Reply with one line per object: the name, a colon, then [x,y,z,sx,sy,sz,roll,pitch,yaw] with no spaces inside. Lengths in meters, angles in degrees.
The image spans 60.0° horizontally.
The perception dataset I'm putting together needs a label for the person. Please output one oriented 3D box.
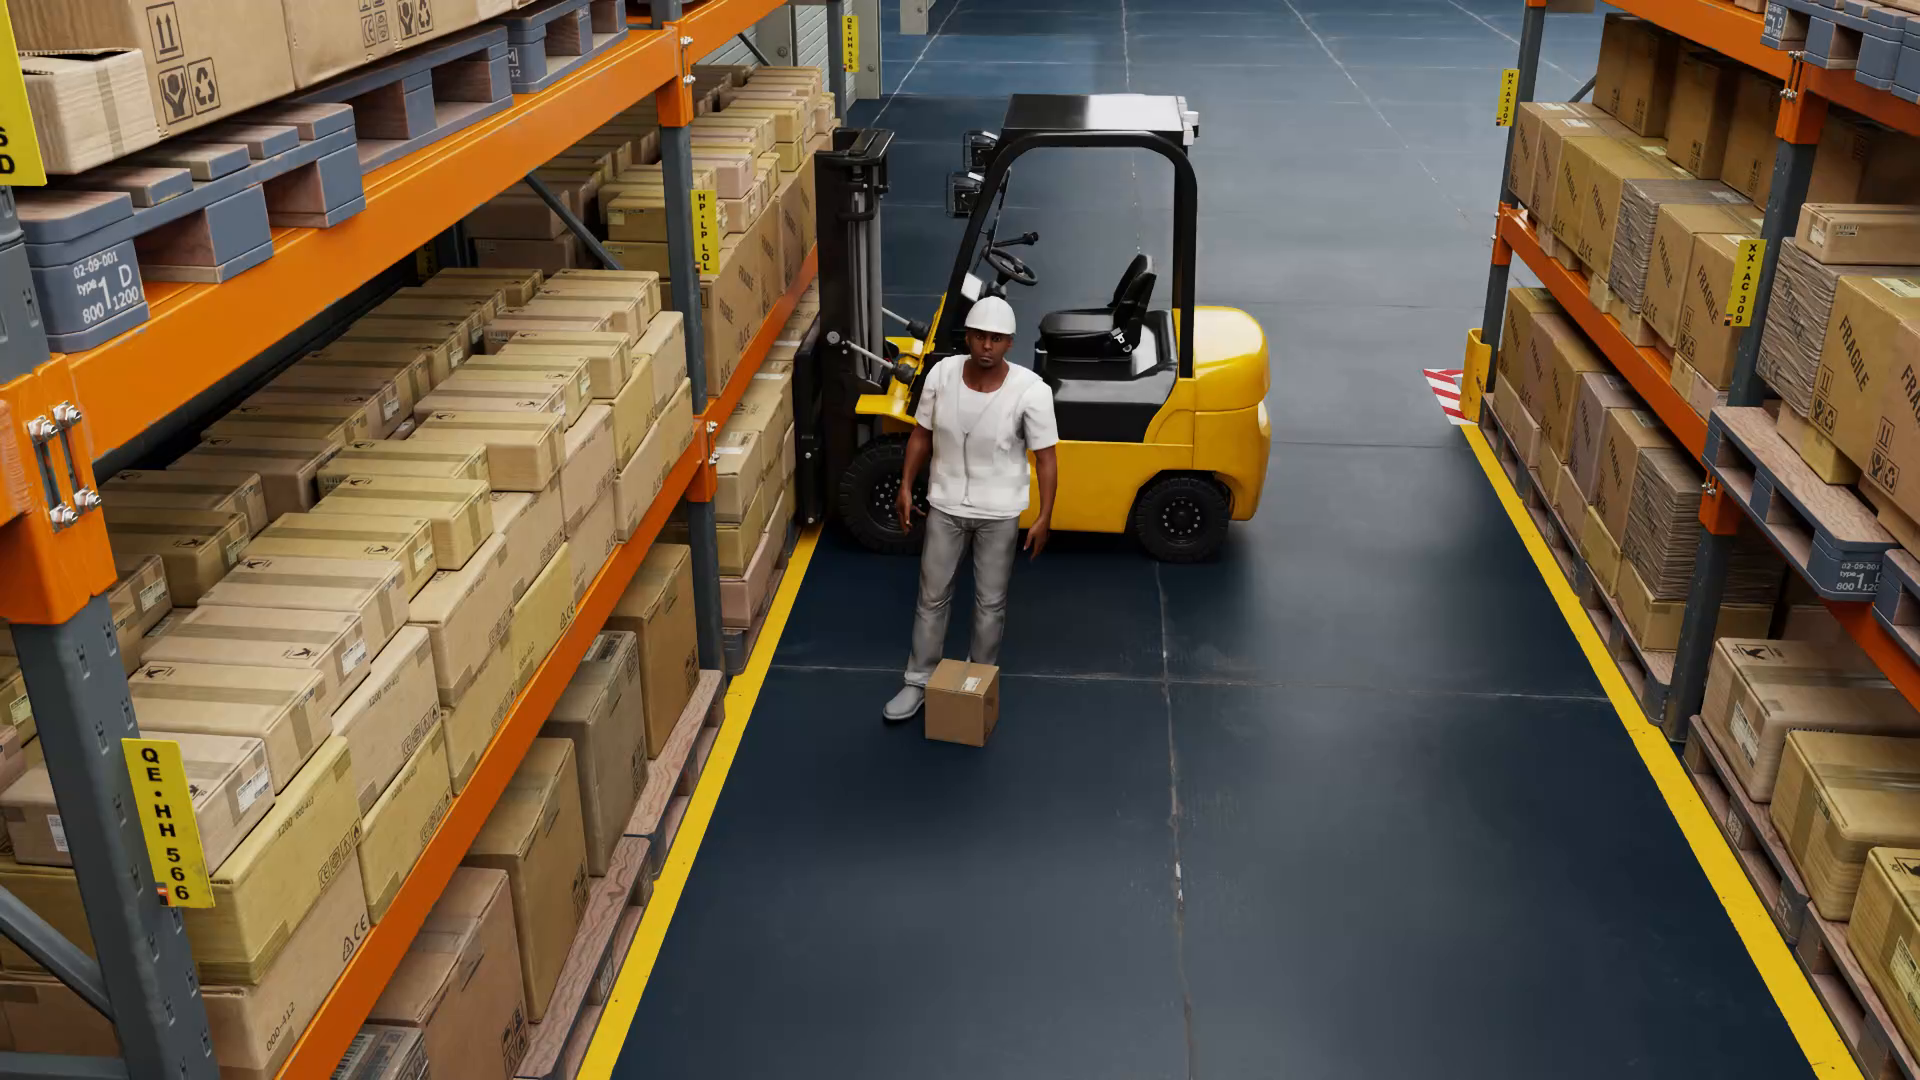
person: [0.043,-0.104,6.782,0.665,1.769,0.574,8,25,16]
